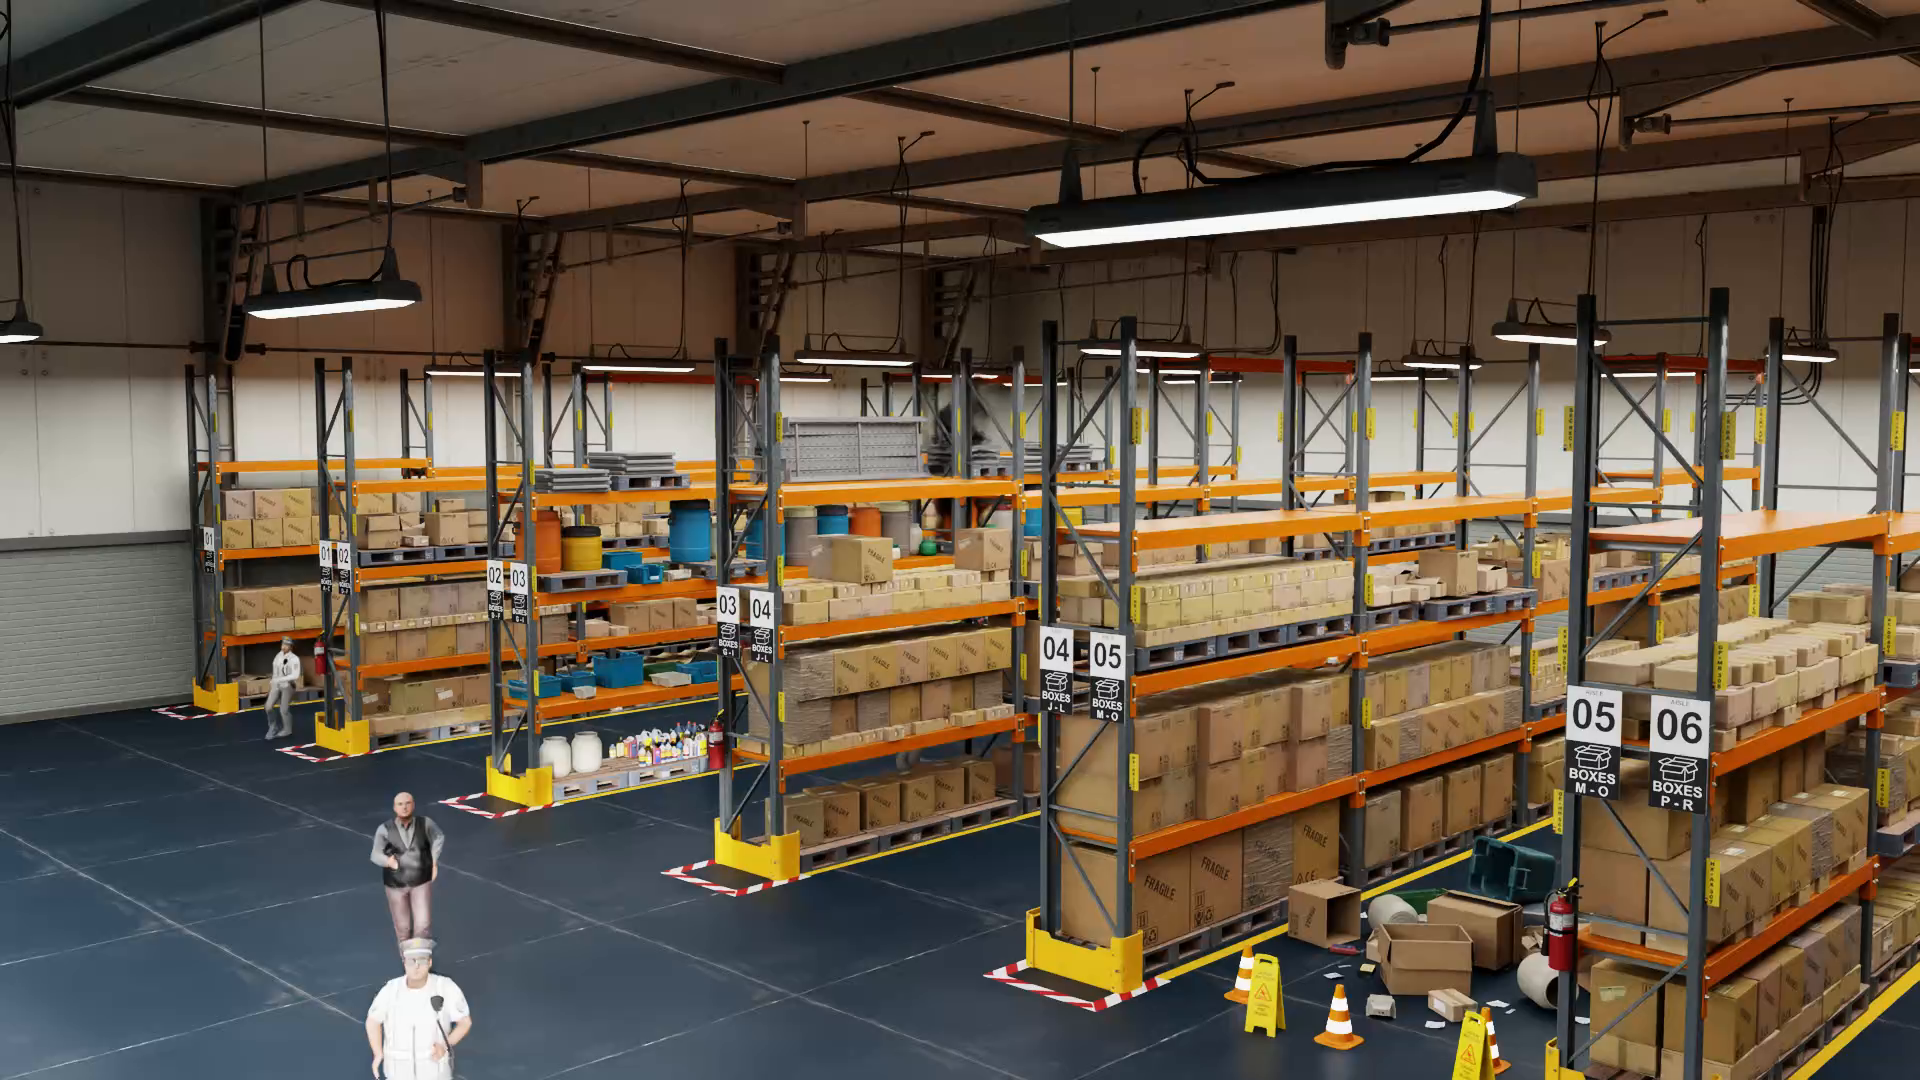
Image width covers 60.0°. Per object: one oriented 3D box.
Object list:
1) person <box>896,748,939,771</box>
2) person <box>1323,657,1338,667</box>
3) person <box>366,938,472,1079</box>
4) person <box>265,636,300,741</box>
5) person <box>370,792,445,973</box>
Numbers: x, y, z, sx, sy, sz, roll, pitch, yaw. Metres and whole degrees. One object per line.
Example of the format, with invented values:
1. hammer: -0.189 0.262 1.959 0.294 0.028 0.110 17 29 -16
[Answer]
1. person: -0.590 2.628 22.578 0.557 1.645 0.695 4 6 41
2. person: 5.341 2.498 24.143 0.592 1.629 0.583 3 6 38
3. person: -3.551 3.455 10.908 0.674 1.745 0.792 -1 4 -13
4. person: -10.666 2.338 26.224 0.626 1.684 0.612 1 5 14
5. person: -5.002 3.165 15.084 0.635 1.767 0.756 -1 5 -16
